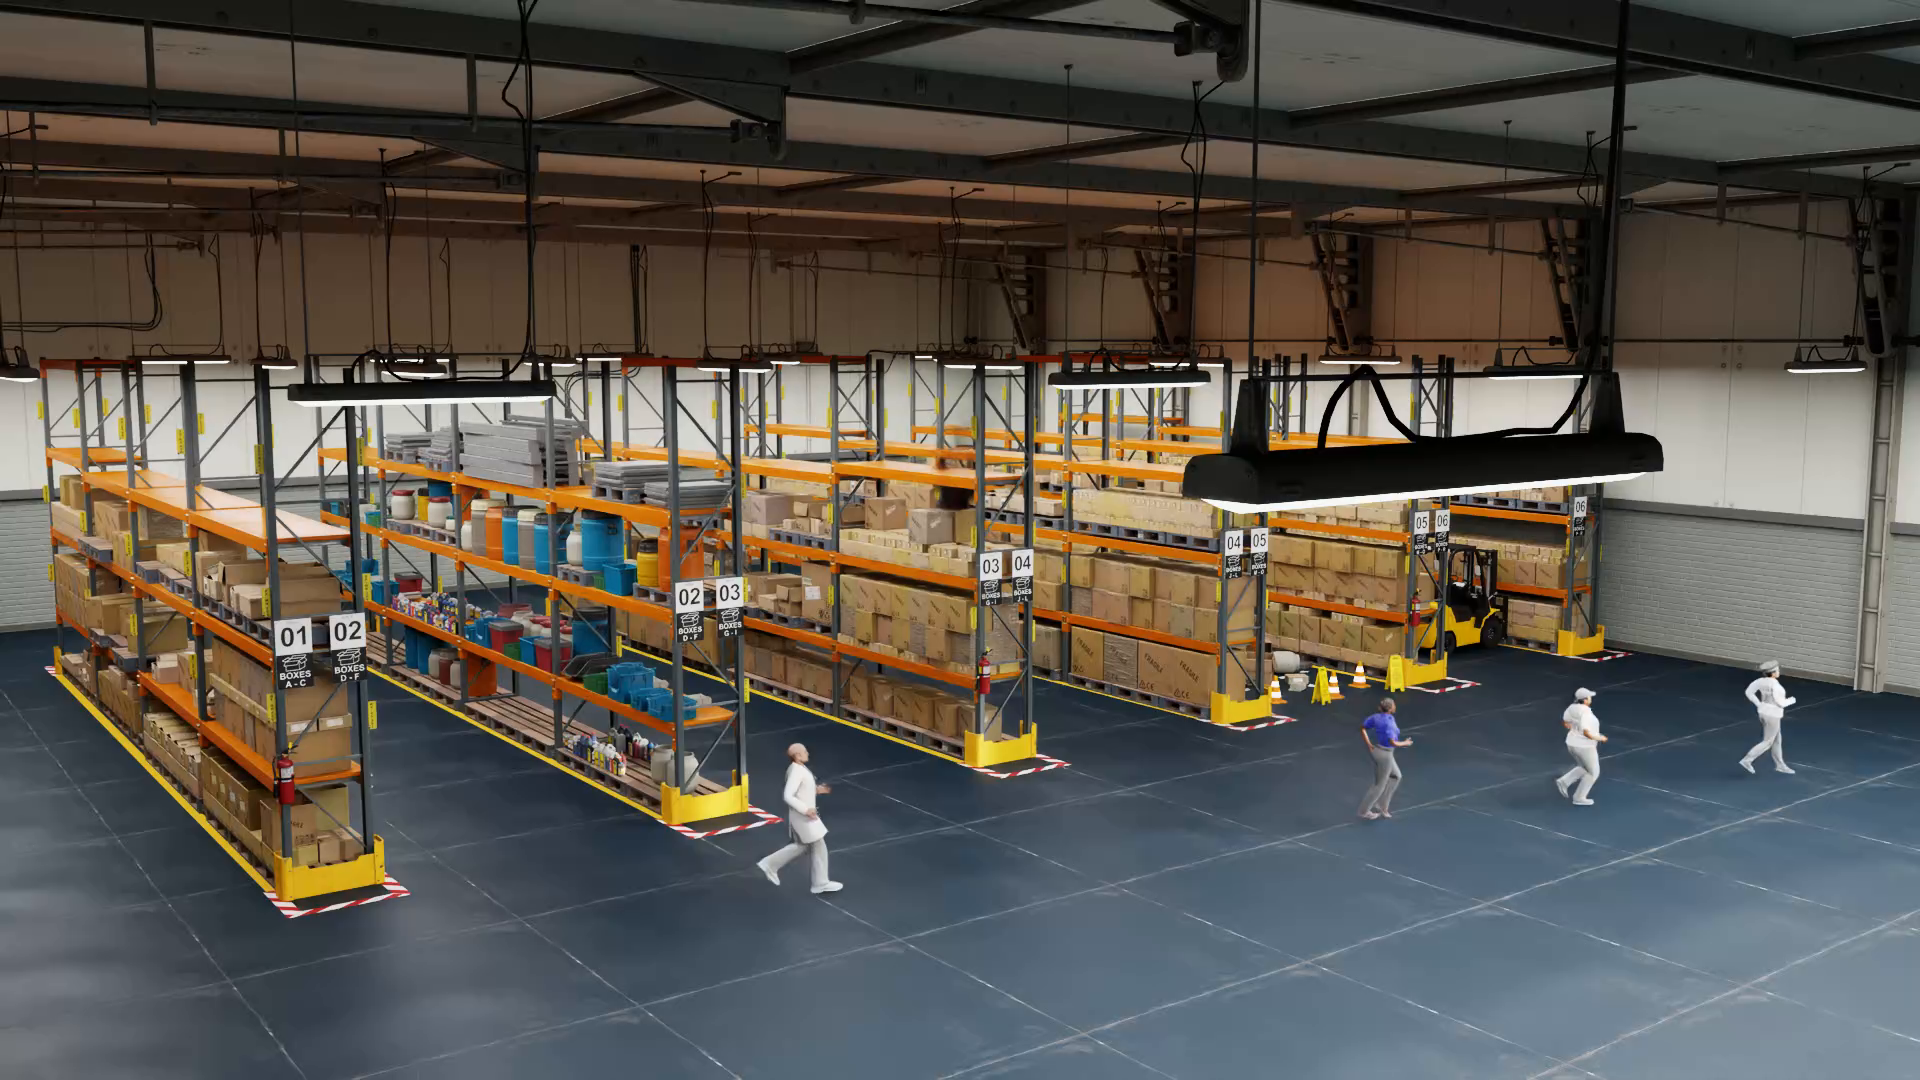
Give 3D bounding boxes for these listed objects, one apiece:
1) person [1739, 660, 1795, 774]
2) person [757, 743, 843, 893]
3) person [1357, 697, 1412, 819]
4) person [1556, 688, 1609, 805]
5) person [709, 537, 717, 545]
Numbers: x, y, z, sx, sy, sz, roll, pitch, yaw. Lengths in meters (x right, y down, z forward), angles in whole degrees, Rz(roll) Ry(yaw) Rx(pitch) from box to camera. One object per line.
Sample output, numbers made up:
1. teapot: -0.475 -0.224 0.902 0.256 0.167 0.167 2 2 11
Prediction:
1. person: 11.734 2.575 24.099 0.878 1.683 0.616 0 7 -2
2. person: -1.799 3.181 19.011 0.908 1.751 0.719 -2 7 -13
3. person: 5.598 2.907 21.920 0.708 1.674 0.562 -1 7 -5
4. person: 8.491 2.811 22.683 0.571 1.617 0.603 -1 7 -6
5. person: -5.865 0.767 39.052 0.733 1.743 0.918 -1 7 -8
